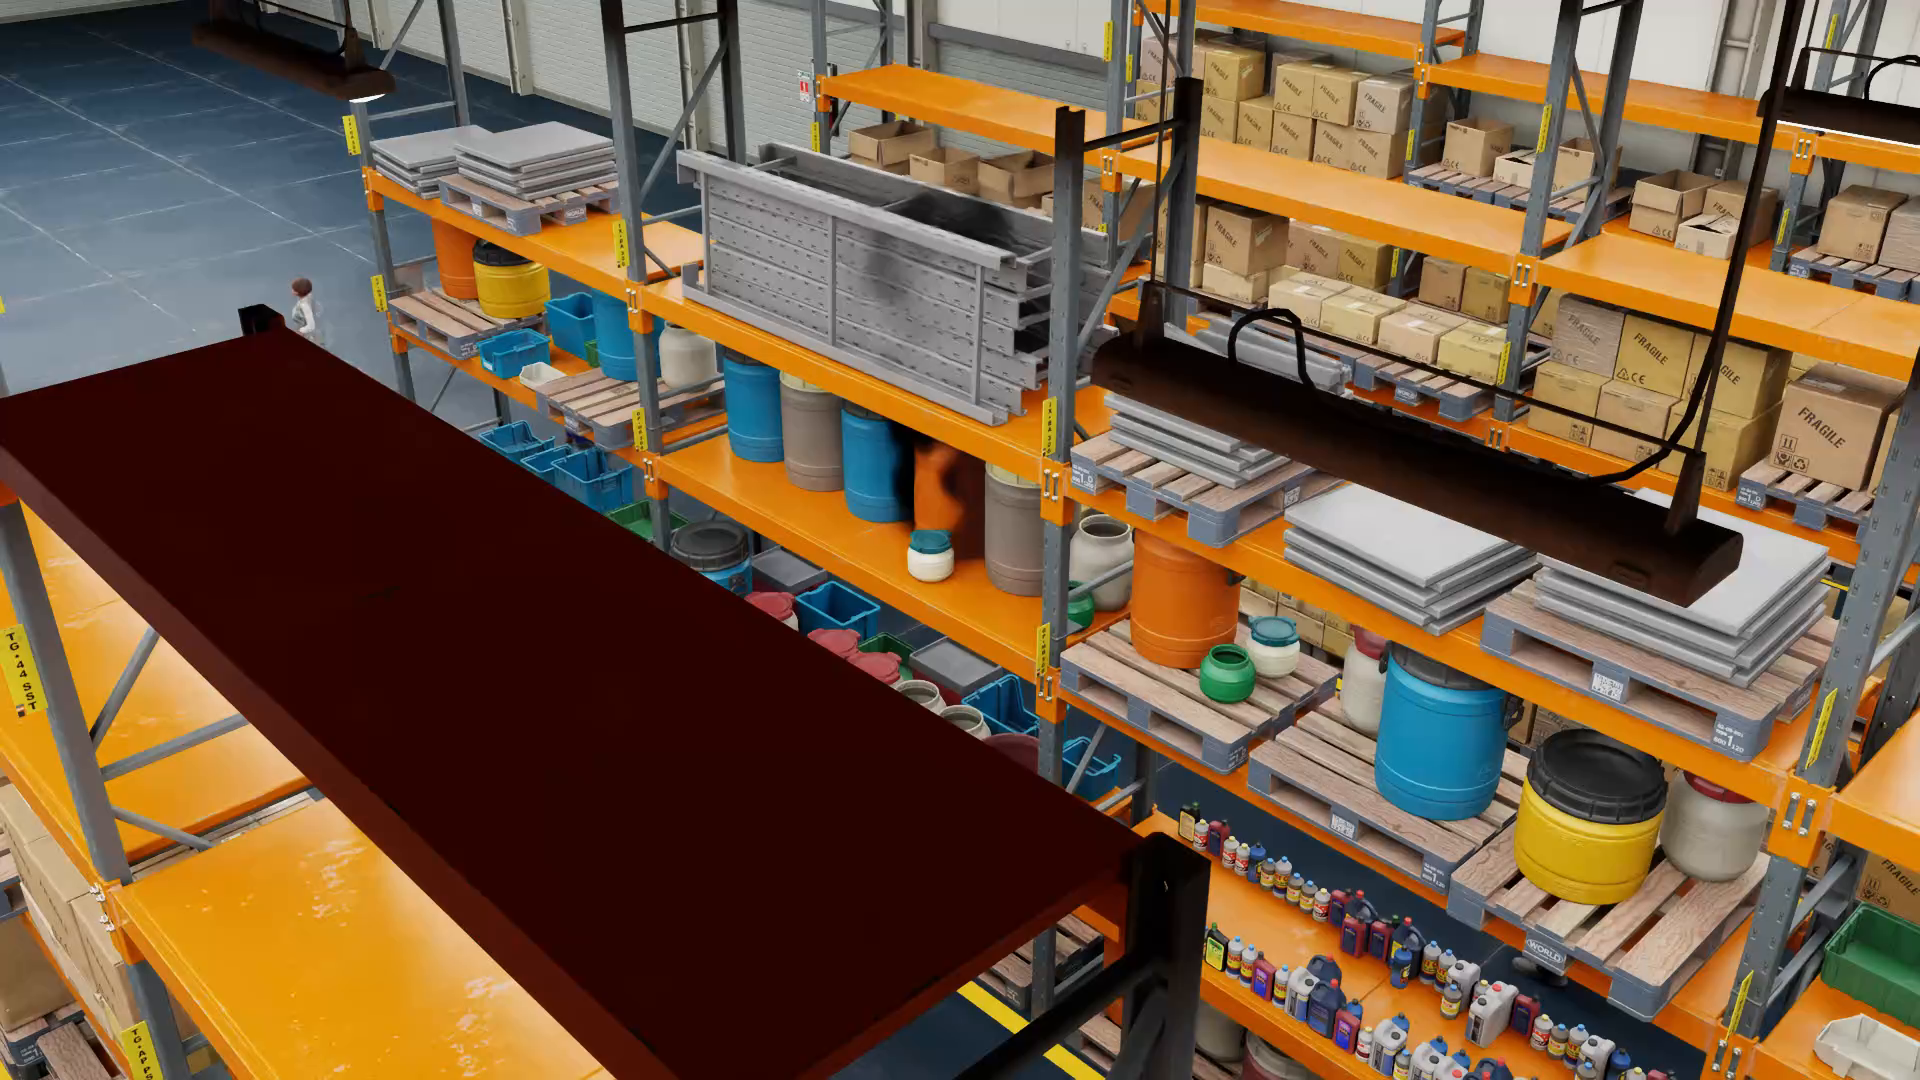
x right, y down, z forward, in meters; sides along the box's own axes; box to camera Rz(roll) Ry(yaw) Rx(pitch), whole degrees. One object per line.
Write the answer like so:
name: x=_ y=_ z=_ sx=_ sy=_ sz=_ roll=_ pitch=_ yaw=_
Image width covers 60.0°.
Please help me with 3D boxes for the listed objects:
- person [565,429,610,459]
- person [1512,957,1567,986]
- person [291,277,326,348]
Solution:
person: x=-3.683 y=-0.840 z=16.718 sx=0.758 sy=1.688 sz=0.570 roll=12 pitch=30 yaw=21
person: x=3.887 y=2.176 z=10.958 sx=0.628 sy=1.746 sz=0.722 roll=22 pitch=35 yaw=35
person: x=-7.677 y=-2.355 z=19.596 sx=0.541 sy=1.558 sz=0.514 roll=-10 pitch=30 yaw=-17
